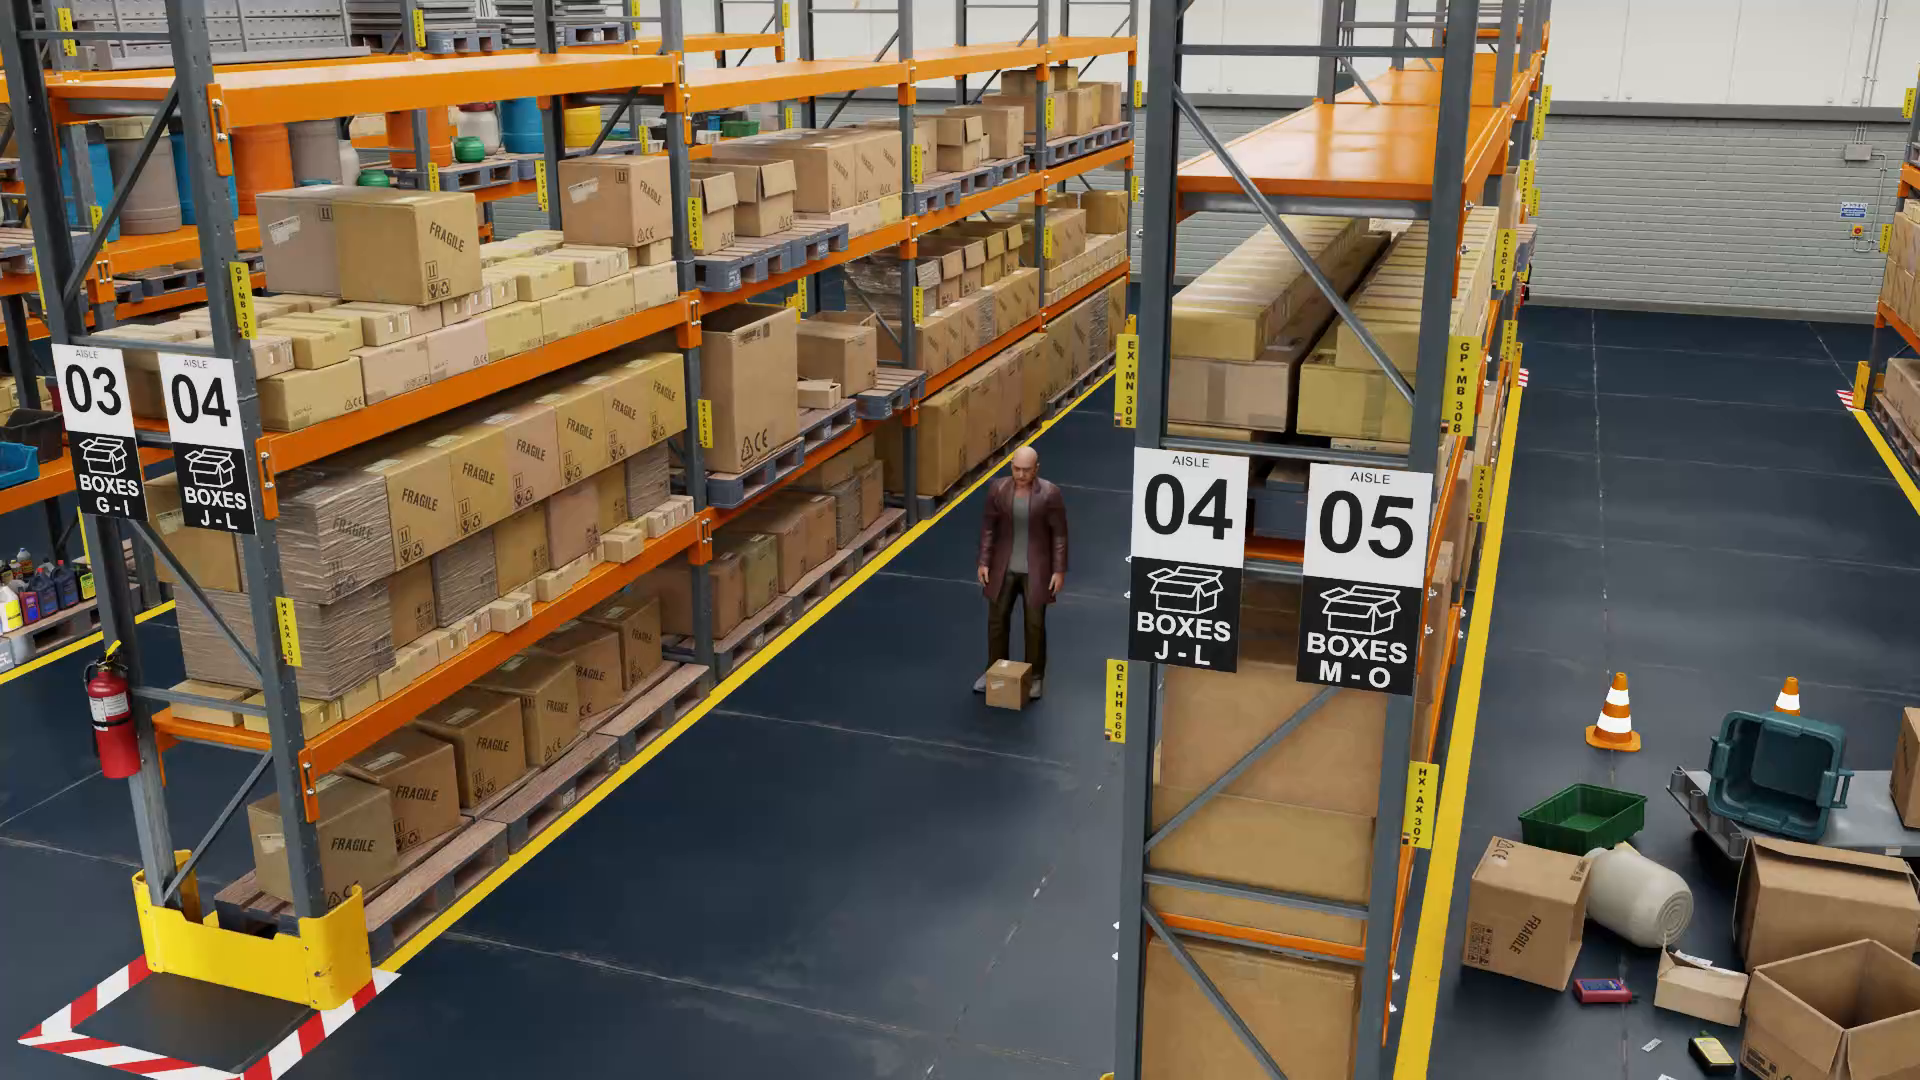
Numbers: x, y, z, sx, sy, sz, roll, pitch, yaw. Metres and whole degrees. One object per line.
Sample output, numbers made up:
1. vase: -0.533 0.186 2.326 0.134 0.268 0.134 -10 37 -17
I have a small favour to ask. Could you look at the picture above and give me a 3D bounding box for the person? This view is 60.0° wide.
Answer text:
1. person: 0.428 0.202 11.474 0.653 1.774 0.423 5 19 15
